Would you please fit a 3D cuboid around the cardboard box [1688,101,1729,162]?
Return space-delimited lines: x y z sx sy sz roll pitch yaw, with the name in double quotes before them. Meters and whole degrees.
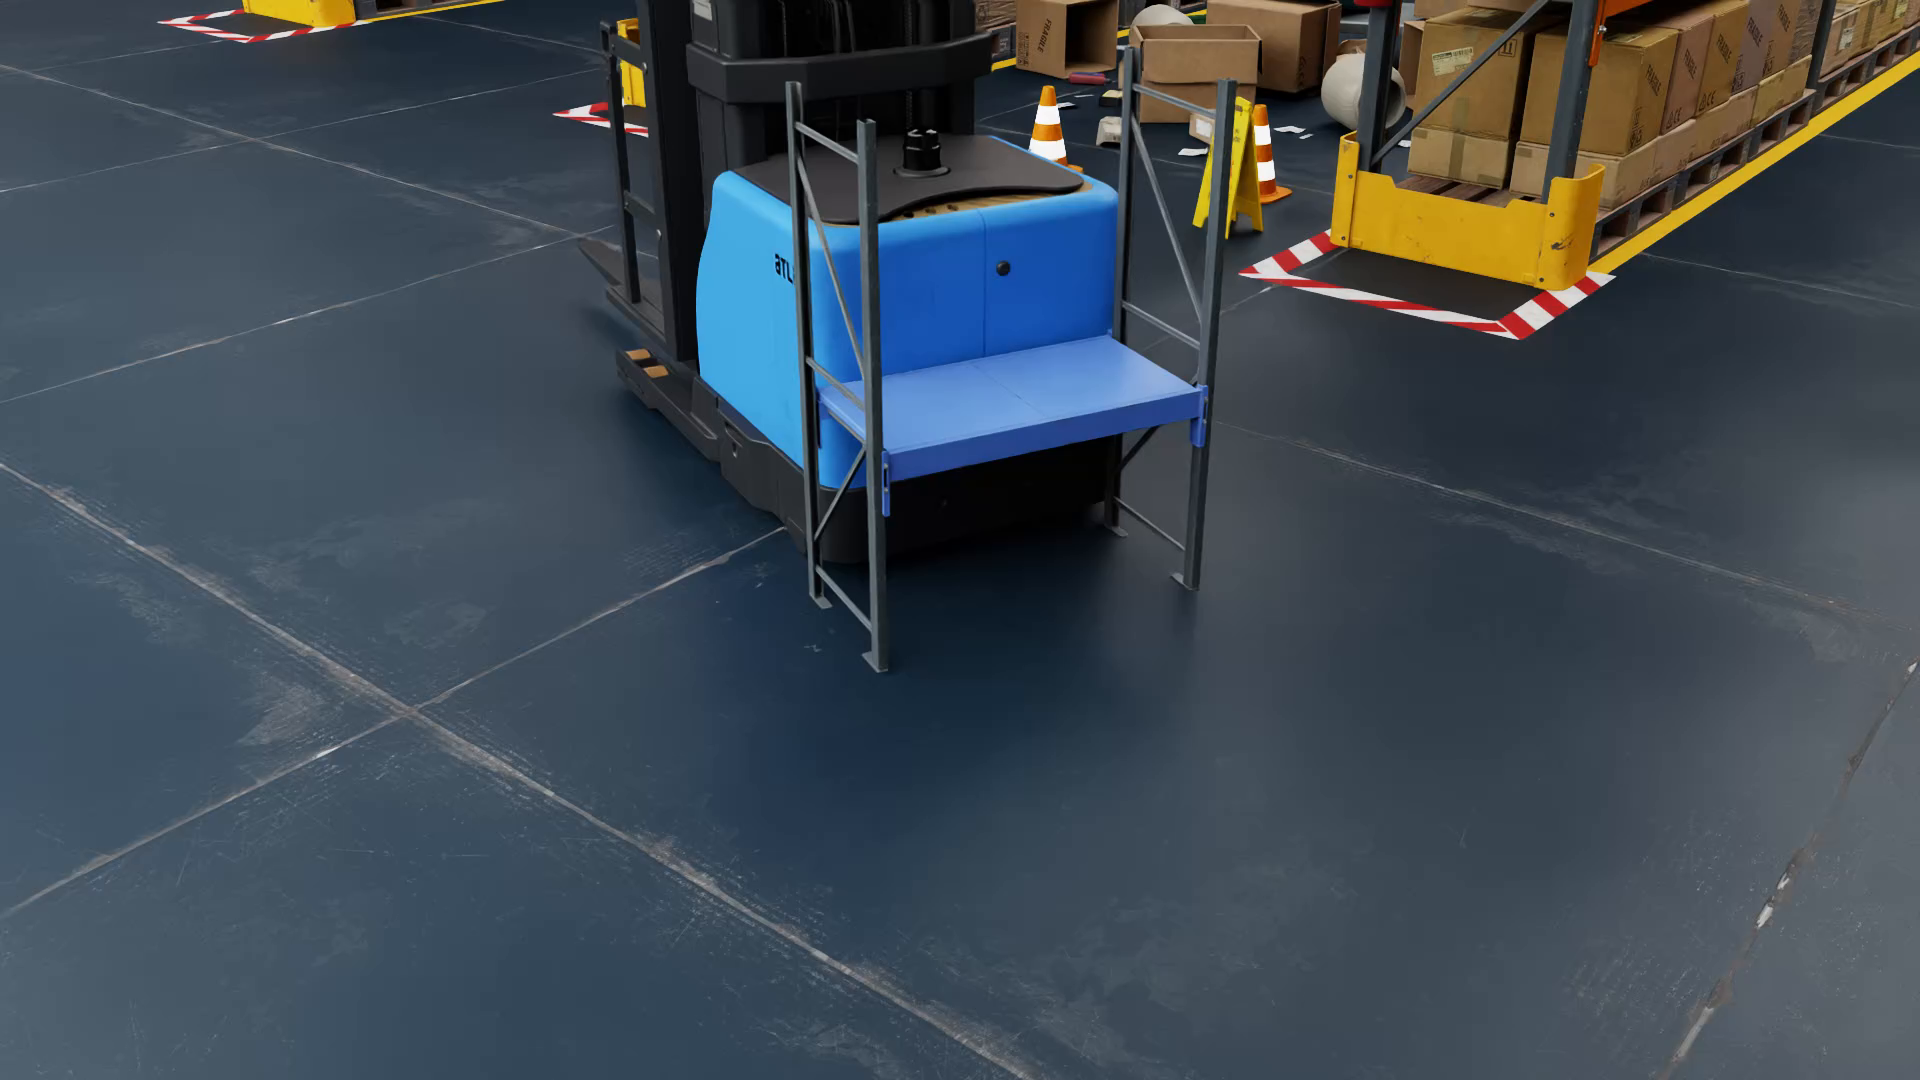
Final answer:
"cardboard box" 3.666 -2.177 8.730 0.500 0.250 0.500 24 35 38

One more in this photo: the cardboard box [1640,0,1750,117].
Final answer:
"cardboard box" 3.668 -2.505 8.548 0.500 0.500 0.500 22 34 35

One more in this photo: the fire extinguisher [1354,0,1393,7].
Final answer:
"fire extinguisher" 1.844 -2.691 7.271 0.296 0.674 0.183 21 34 34

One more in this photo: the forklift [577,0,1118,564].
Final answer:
"forklift" -0.652 -1.874 5.683 1.130 2.935 3.031 -14 31 -25

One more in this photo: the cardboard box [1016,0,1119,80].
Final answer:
"cardboard box" 0.737 -3.501 11.470 0.500 0.500 0.500 -21 34 -35

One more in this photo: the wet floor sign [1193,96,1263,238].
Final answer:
"wet floor sign" 1.326 -1.831 8.087 0.232 0.644 0.267 -15 31 -27

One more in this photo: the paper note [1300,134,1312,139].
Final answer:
"paper note" 2.057 -2.397 9.873 0.032 0.001 0.123 21 34 34

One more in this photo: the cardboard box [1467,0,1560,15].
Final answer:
"cardboard box" 2.762 -2.728 8.271 0.380 0.149 0.250 22 35 36

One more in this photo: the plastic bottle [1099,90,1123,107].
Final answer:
"plastic bottle" 0.991 -2.843 10.679 0.133 0.061 0.283 9 29 17

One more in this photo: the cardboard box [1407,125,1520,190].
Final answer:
"cardboard box" 2.594 -1.970 8.329 0.500 0.250 0.500 21 34 34

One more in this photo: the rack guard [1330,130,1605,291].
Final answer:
"rack guard" 2.320 -1.548 7.698 1.175 0.500 0.348 21 34 34

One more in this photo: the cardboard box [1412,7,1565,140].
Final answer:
"cardboard box" 2.581 -2.290 8.131 0.500 0.500 0.500 21 34 35

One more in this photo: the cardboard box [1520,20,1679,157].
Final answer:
"cardboard box" 3.013 -2.143 7.848 0.500 0.500 0.500 19 33 33

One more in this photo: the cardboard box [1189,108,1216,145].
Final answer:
"cardboard box" 1.547 -2.420 9.765 0.250 0.149 0.380 -10 29 -18

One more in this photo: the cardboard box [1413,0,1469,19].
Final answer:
"cardboard box" 3.424 -3.785 11.198 0.500 0.500 0.500 21 34 34

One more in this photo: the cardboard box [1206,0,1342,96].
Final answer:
"cardboard box" 2.024 -3.279 10.893 0.797 0.637 0.503 21 34 34

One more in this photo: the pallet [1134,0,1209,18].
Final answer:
"pallet" 1.365 -4.517 13.752 1.003 0.211 1.213 21 34 34

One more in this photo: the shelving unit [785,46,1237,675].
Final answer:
"shelving unit" 0.133 -0.509 4.602 1.048 1.500 0.538 -13 30 -24

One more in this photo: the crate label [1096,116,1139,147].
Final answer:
"crate label" 0.930 -2.390 9.721 0.250 0.136 0.298 4 28 8

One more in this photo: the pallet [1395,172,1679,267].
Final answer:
"pallet" 2.865 -1.697 8.301 1.003 0.211 1.213 21 34 34

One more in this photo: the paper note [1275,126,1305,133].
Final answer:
"paper note" 1.993 -2.481 10.026 0.142 0.019 0.148 -15 31 -27

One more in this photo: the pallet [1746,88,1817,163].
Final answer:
"pallet" 4.417 -2.562 9.973 1.003 0.211 1.213 21 34 34

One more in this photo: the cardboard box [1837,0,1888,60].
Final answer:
"cardboard box" 5.603 -3.511 11.176 0.950 0.372 0.625 23 35 37

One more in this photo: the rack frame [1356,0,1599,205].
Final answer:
"rack frame" 2.272 -2.631 7.071 1.000 3.000 0.127 21 34 34

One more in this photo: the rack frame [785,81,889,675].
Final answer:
"rack frame" -0.321 -0.404 4.399 0.032 1.500 0.500 -13 30 -24

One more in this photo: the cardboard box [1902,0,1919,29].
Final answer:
"cardboard box" 6.530 -4.025 12.170 0.950 0.372 0.625 20 33 33

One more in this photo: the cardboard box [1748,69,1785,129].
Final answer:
"cardboard box" 4.317 -2.535 9.420 0.500 0.250 0.500 20 33 33

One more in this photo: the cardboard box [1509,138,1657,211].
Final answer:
"cardboard box" 2.999 -1.802 8.003 0.500 0.250 0.500 20 34 34

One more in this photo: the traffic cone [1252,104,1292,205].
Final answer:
"traffic cone" 1.550 -2.034 8.678 0.336 0.463 0.334 21 34 34

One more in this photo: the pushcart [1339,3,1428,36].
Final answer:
"pushcart" 3.025 -3.533 11.669 1.648 0.377 0.936 9 29 17

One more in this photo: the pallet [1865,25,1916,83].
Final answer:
"pallet" 6.086 -3.522 11.828 1.003 0.211 1.213 21 34 34

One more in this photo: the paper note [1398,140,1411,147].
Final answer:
"paper note" 2.612 -2.321 9.704 0.142 0.019 0.148 9 29 17

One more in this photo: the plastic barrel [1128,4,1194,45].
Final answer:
"plastic barrel" 1.395 -3.465 11.488 0.421 0.421 0.512 -5 28 -9

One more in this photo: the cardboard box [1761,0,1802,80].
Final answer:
"cardboard box" 4.325 -2.879 9.269 0.500 0.500 0.500 21 34 35

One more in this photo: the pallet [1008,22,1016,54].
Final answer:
"pallet" 0.388 -3.975 12.704 1.003 0.211 1.213 21 34 34

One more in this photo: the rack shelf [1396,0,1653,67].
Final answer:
"rack shelf" 3.544 -3.021 8.607 1.077 0.370 4.000 21 34 34
